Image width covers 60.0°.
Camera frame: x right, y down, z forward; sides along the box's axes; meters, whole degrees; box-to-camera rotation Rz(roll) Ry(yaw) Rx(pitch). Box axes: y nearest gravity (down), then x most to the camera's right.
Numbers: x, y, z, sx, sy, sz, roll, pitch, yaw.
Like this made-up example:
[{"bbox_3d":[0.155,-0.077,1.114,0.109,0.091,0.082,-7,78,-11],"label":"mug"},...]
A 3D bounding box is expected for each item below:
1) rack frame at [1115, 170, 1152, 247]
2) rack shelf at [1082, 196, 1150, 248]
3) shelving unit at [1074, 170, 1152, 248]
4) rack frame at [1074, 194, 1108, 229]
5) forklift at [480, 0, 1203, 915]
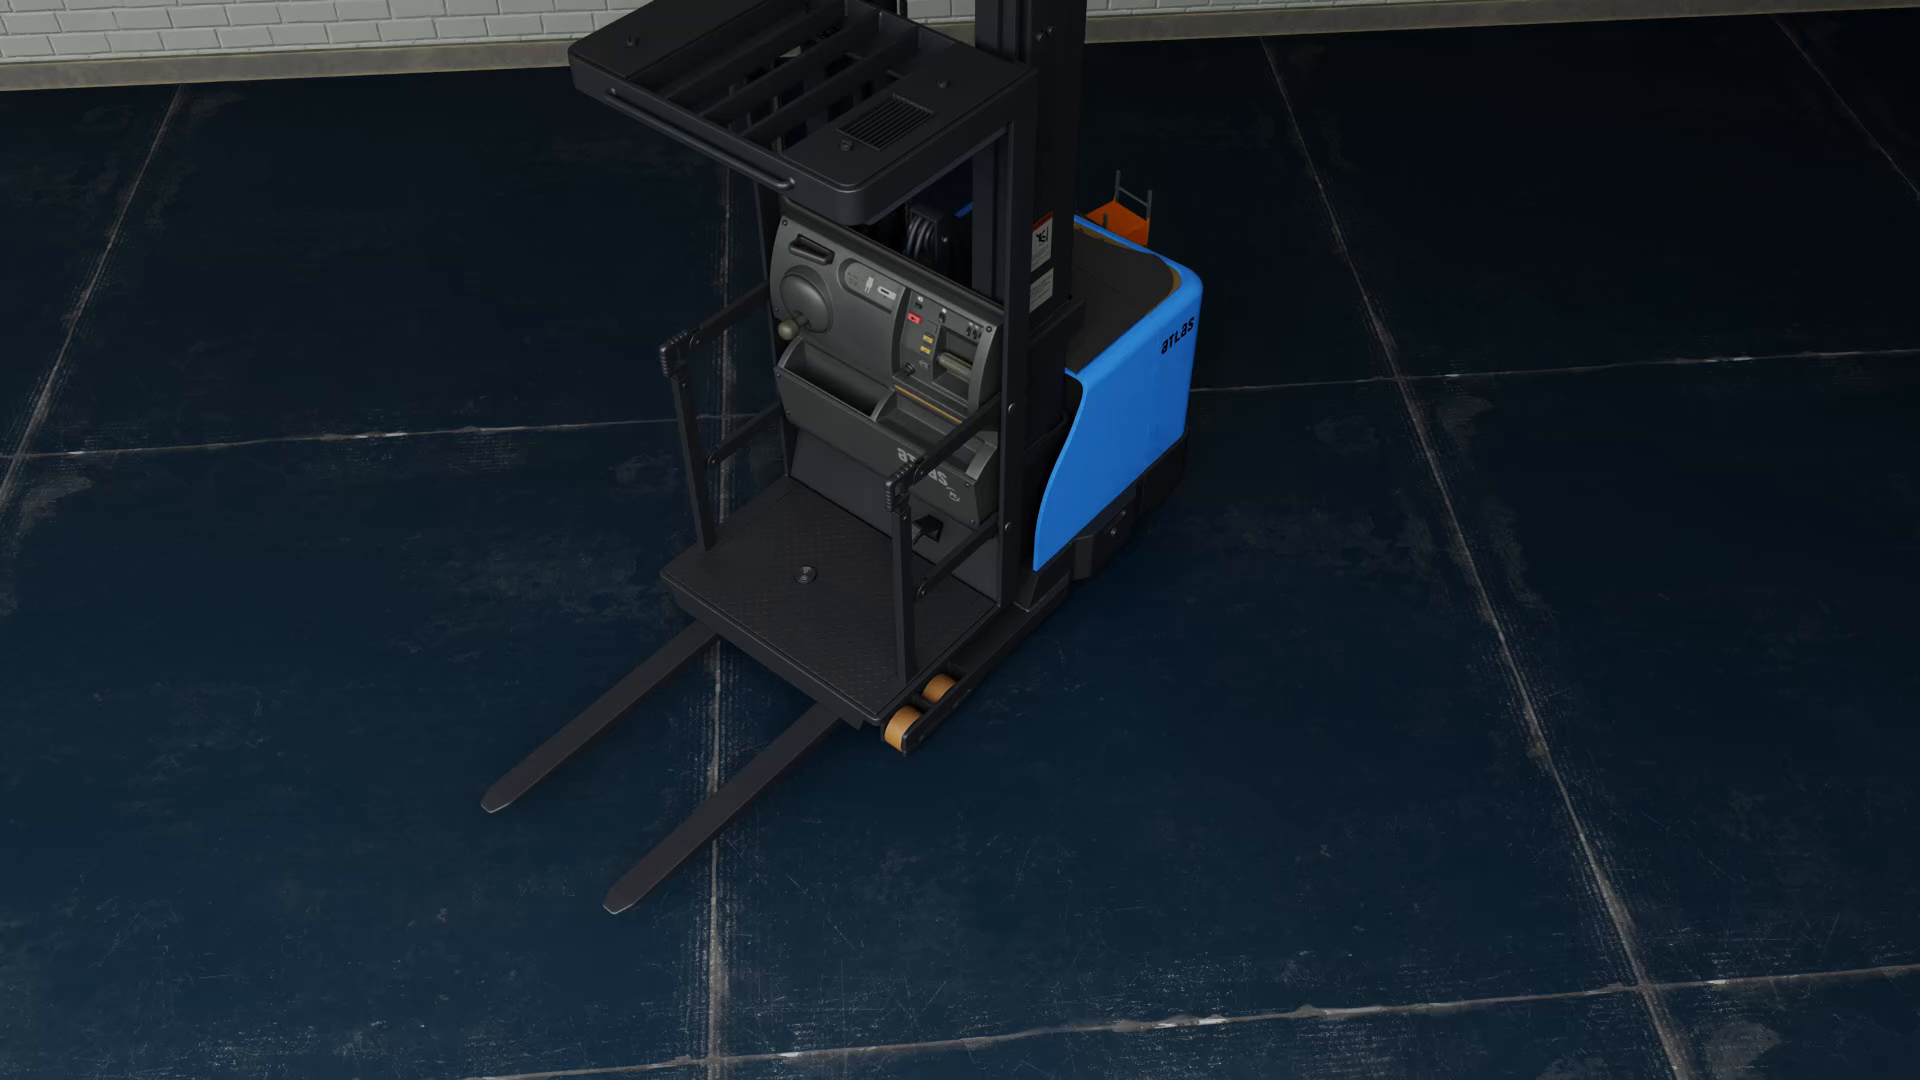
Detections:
[{"bbox_3d":[0.704,-1.073,7.041,0.008,1.050,0.200,-31,53,-26],"label":"rack frame"},{"bbox_3d":[0.608,-1.206,6.791,0.240,0.259,0.215,-31,53,-26],"label":"rack shelf"},{"bbox_3d":[0.610,-1.016,6.987,0.252,1.050,0.215,-31,53,-26],"label":"shelving unit"},{"bbox_3d":[0.517,-0.959,6.933,0.008,1.050,0.200,-31,53,-26],"label":"rack frame"},{"bbox_3d":[-0.398,-0.658,5.355,1.130,2.935,3.031,31,54,26],"label":"forklift"}]
